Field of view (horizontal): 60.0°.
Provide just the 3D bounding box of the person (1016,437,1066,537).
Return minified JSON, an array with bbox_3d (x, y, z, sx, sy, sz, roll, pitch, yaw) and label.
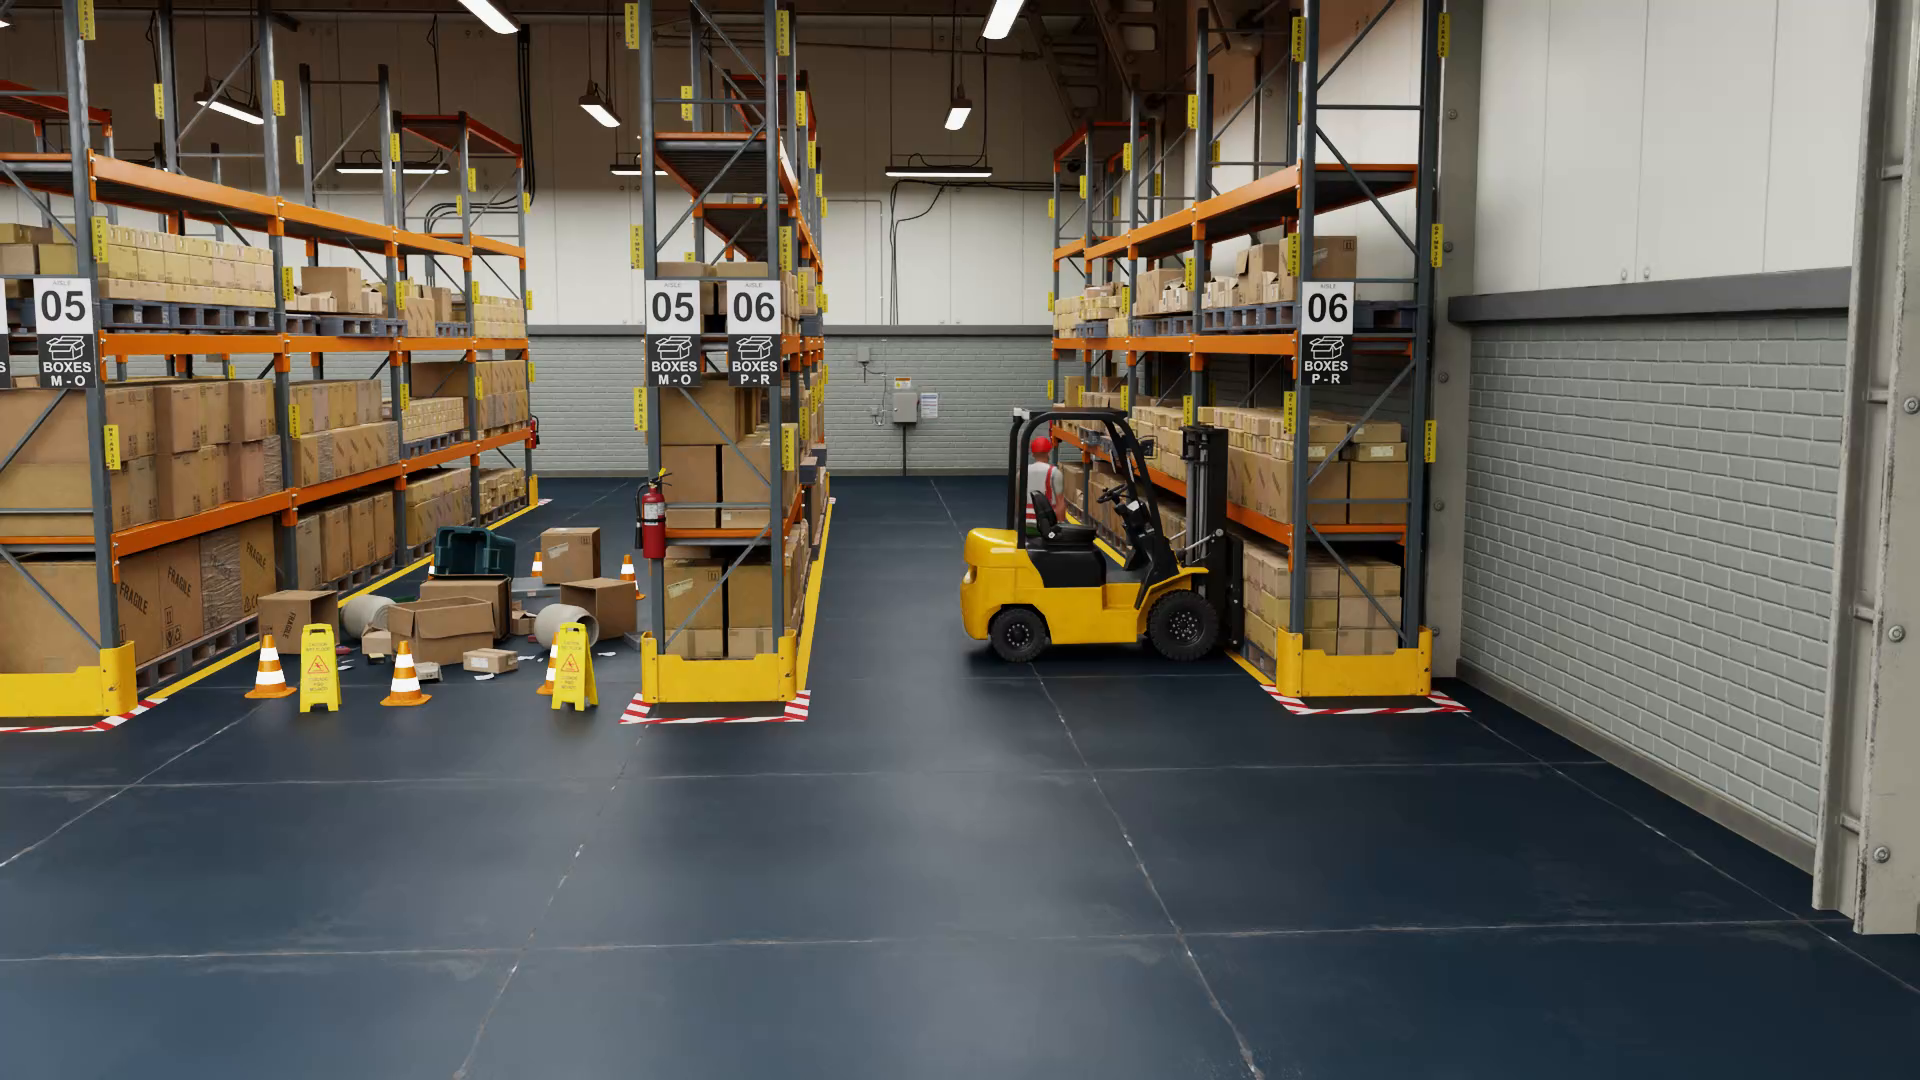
[{"bbox_3d":[0.908,-0.164,16.965,0.556,1.790,0.630,3,7,25],"label":"person"}]
